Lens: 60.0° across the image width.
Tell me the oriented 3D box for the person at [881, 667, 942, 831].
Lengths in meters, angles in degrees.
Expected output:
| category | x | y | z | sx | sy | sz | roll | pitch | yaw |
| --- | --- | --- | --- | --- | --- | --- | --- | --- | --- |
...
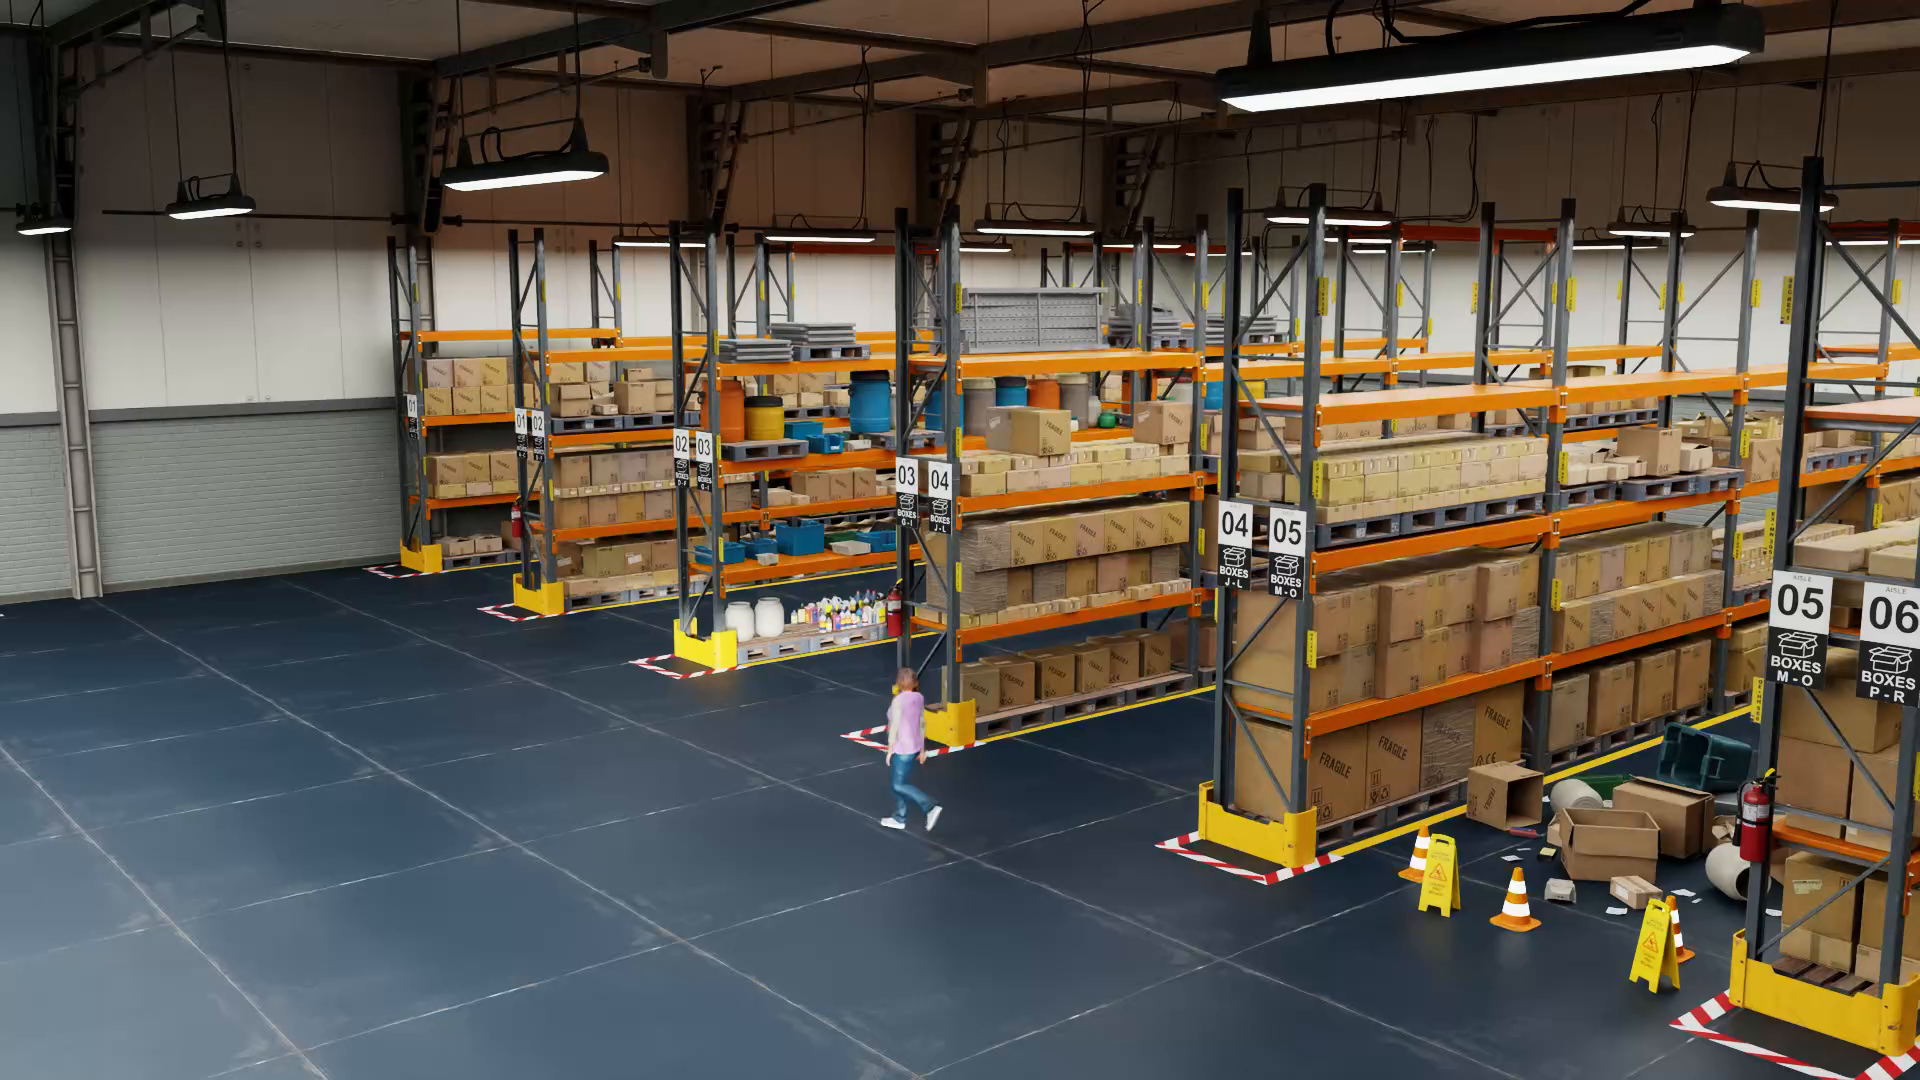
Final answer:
| category | x | y | z | sx | sy | sz | roll | pitch | yaw |
| --- | --- | --- | --- | --- | --- | --- | --- | --- | --- |
| person | -0.468 | 1.995 | 15.661 | 0.715 | 1.576 | 0.381 | 4 | 9 | 22 |
